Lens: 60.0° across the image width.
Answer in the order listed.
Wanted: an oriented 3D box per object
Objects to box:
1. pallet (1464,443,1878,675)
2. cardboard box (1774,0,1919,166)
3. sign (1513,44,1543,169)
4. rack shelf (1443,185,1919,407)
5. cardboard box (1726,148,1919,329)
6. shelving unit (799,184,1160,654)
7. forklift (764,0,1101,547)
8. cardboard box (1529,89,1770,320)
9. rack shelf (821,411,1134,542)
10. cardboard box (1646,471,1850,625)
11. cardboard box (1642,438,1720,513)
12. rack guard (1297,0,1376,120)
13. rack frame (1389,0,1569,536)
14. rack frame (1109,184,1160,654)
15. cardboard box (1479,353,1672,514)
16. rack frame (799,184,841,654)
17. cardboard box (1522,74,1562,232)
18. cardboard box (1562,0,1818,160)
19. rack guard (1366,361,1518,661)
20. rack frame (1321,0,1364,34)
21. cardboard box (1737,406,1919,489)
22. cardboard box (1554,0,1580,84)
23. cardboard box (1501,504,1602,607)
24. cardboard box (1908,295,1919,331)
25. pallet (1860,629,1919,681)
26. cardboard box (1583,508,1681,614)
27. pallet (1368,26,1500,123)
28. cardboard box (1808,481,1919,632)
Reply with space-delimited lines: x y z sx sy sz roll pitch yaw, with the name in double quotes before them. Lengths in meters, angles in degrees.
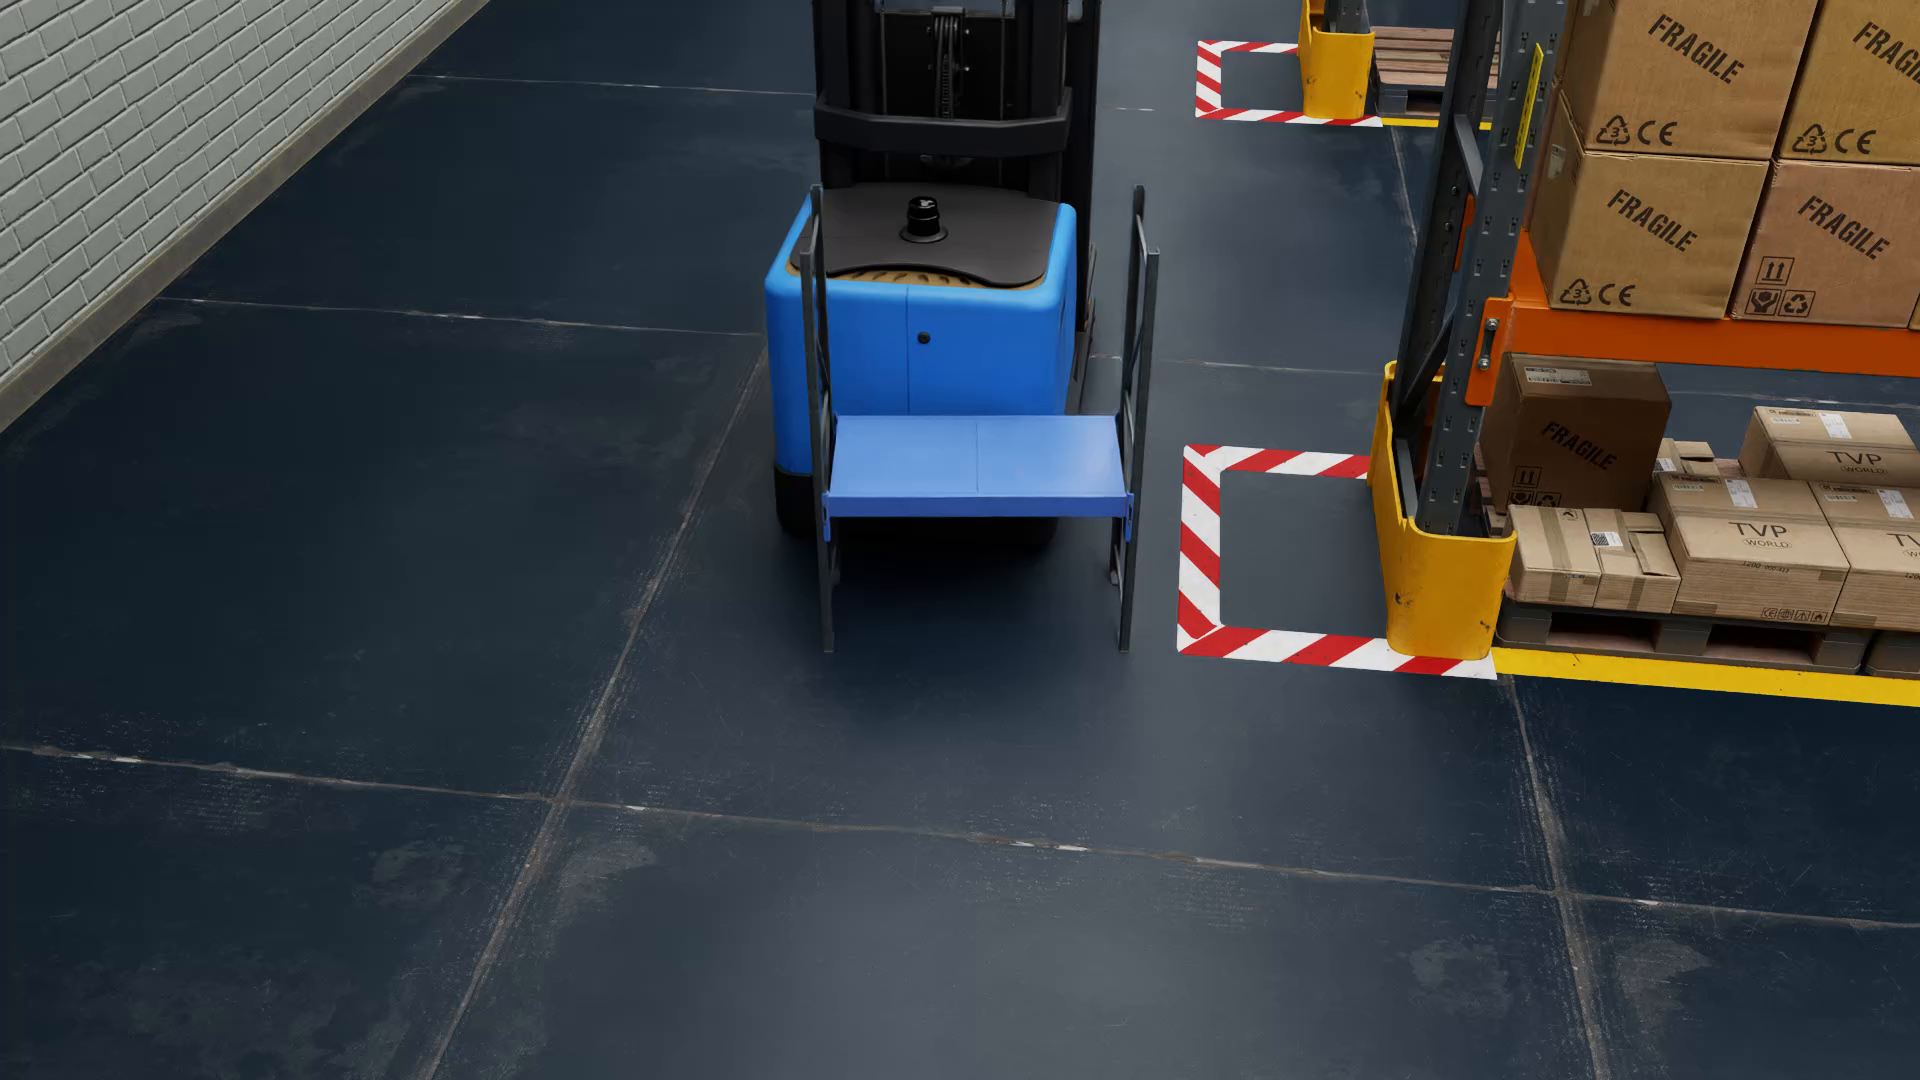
"pallet" 2.507 0.040 6.013 1.213 0.211 1.003 4 36 6
"cardboard box" 2.567 -1.388 4.666 0.500 0.500 0.500 5 36 6
"sign" 1.572 -1.199 4.603 0.005 0.325 0.100 4 36 6
"rack shelf" 3.625 -0.719 5.294 4.000 0.370 1.077 4 36 6
"cardboard box" 2.560 -0.980 4.956 0.500 0.500 0.500 4 36 5
"shelving unit" 0.056 -0.365 5.471 1.048 1.500 0.538 0 36 0
"forklift" 0.019 -2.014 6.549 1.130 2.935 3.031 4 36 6
"cardboard box" 2.048 -1.016 5.005 0.500 0.500 0.500 5 36 7
"rack shelf" 0.056 -0.219 5.575 1.000 0.185 0.538 0 36 0
"cardboard box" 2.640 0.021 5.626 0.500 0.250 0.500 4 36 6
"cardboard box" 2.602 -0.205 6.016 0.250 0.166 0.380 4 36 6
"rack guard" 2.250 -2.990 10.010 0.348 0.500 1.175 4 36 6
"rack frame" 1.641 -1.160 5.293 0.127 3.000 1.000 4 36 6
"rack frame" 0.565 -0.365 5.471 0.032 1.500 0.500 0 36 0
"cardboard box" 2.212 -0.423 6.034 0.500 0.500 0.500 4 36 6
"rack frame" -0.452 -0.365 5.471 0.032 1.500 0.500 0 36 0
"cardboard box" 2.120 -1.324 5.437 0.500 0.500 0.500 5 36 7
"cardboard box" 2.048 -1.423 4.714 0.500 0.500 0.500 5 36 7
"rack guard" 1.716 -0.137 6.011 0.348 0.500 1.175 4 36 6
"rack frame" 2.276 -4.013 9.291 0.127 3.000 1.000 4 36 6
"cardboard box" 3.150 -0.234 5.983 0.500 0.250 0.500 4 36 6
"cardboard box" 2.117 -1.733 5.149 0.500 0.500 0.500 4 36 6
"cardboard box" 2.013 0.051 5.672 0.250 0.149 0.380 4 36 6
"cardboard box" 3.057 -0.942 4.901 0.500 0.500 0.500 4 36 6
"pallet" 3.714 0.131 5.885 1.213 0.211 1.003 4 36 6
"cardboard box" 2.260 0.062 5.641 0.250 0.166 0.380 4 36 6
"pallet" 3.089 -2.795 9.985 1.213 0.211 1.003 4 36 6
"cardboard box" 3.136 0.058 5.575 0.500 0.250 0.500 4 36 6
